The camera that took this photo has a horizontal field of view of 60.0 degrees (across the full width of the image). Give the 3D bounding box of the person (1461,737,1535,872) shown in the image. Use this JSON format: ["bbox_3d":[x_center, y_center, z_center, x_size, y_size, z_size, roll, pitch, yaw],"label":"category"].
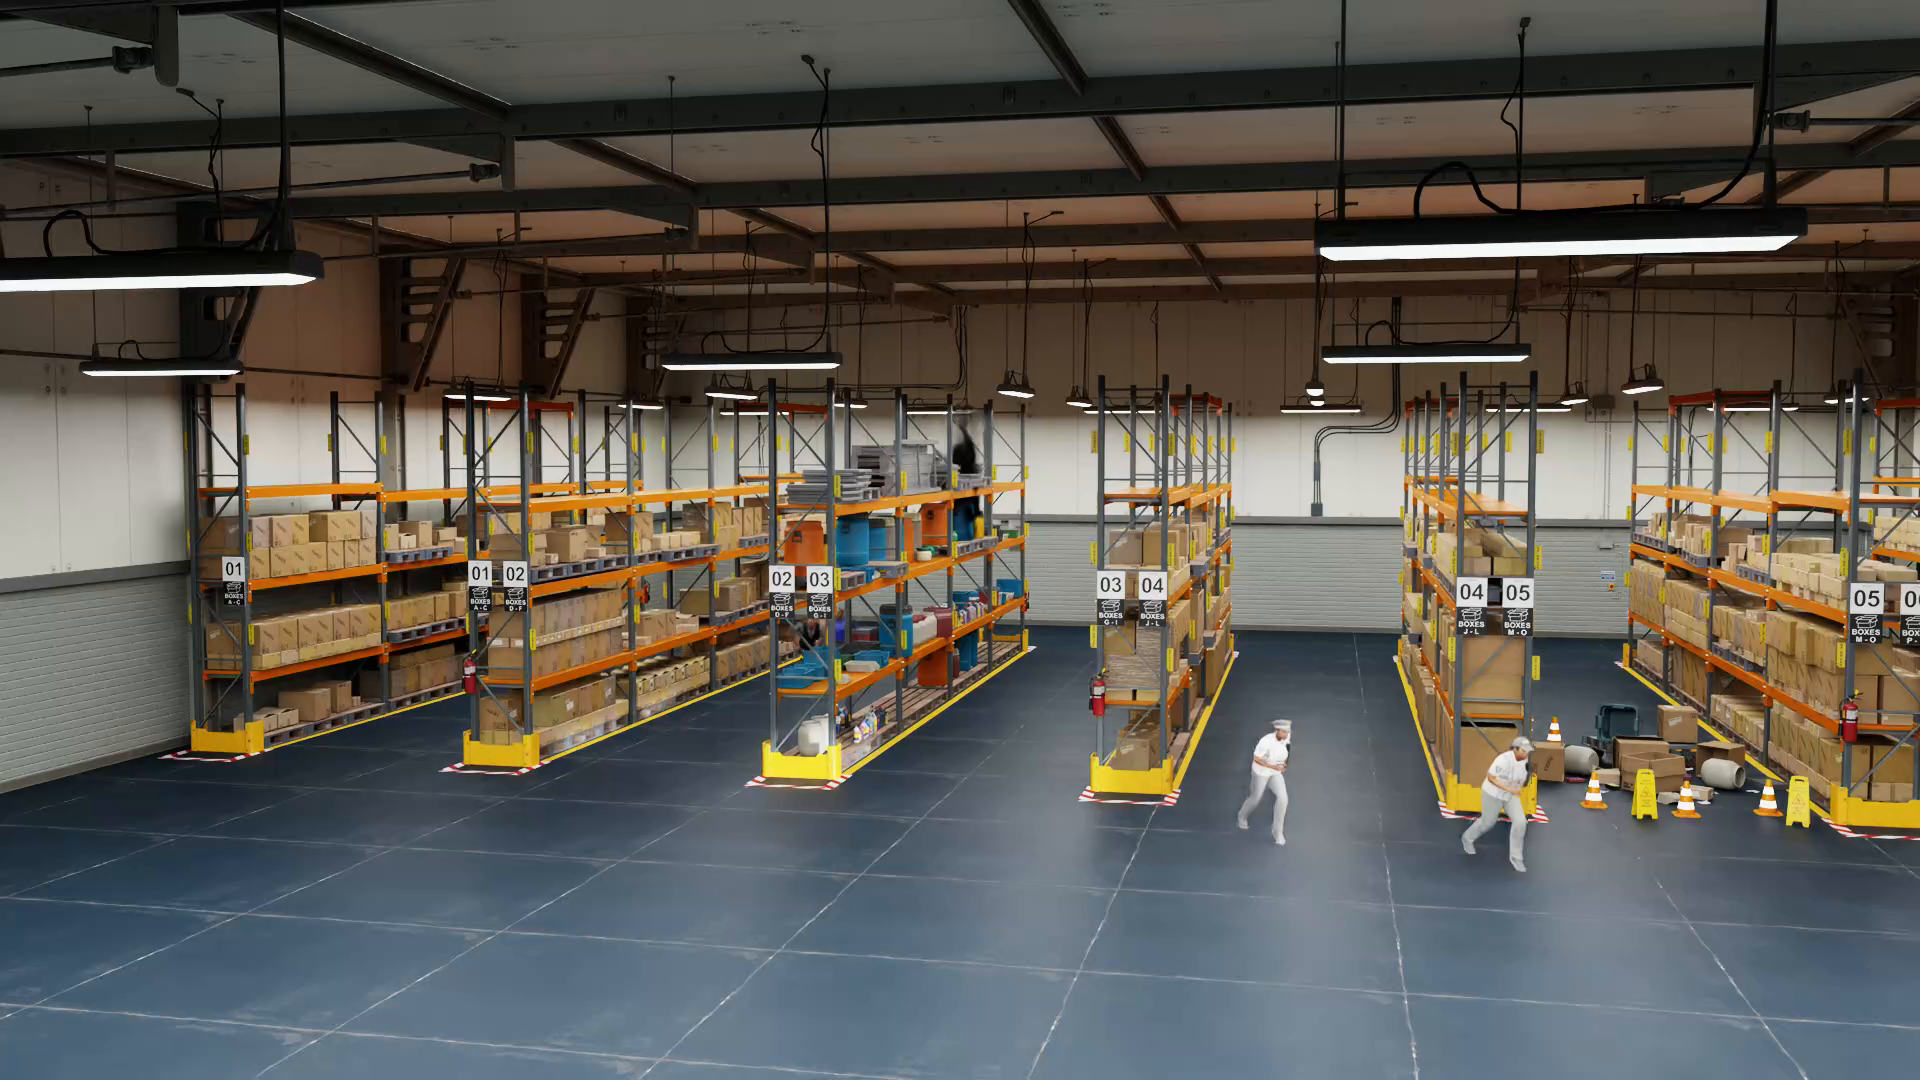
[{"bbox_3d":[6.430,3.105,19.853,0.648,1.628,1.035,-2,4,-32],"label":"person"}]

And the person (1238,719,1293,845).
[{"bbox_3d":[3.887,3.033,21.183,0.619,1.623,0.979,-2,4,-28],"label":"person"}]

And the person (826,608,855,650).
[{"bbox_3d":[-2.454,2.242,34.225,0.581,1.694,0.765,1,3,17],"label":"person"}]

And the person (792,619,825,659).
[{"bbox_3d":[-3.114,2.274,34.181,0.685,1.548,0.866,0,3,-8],"label":"person"}]
